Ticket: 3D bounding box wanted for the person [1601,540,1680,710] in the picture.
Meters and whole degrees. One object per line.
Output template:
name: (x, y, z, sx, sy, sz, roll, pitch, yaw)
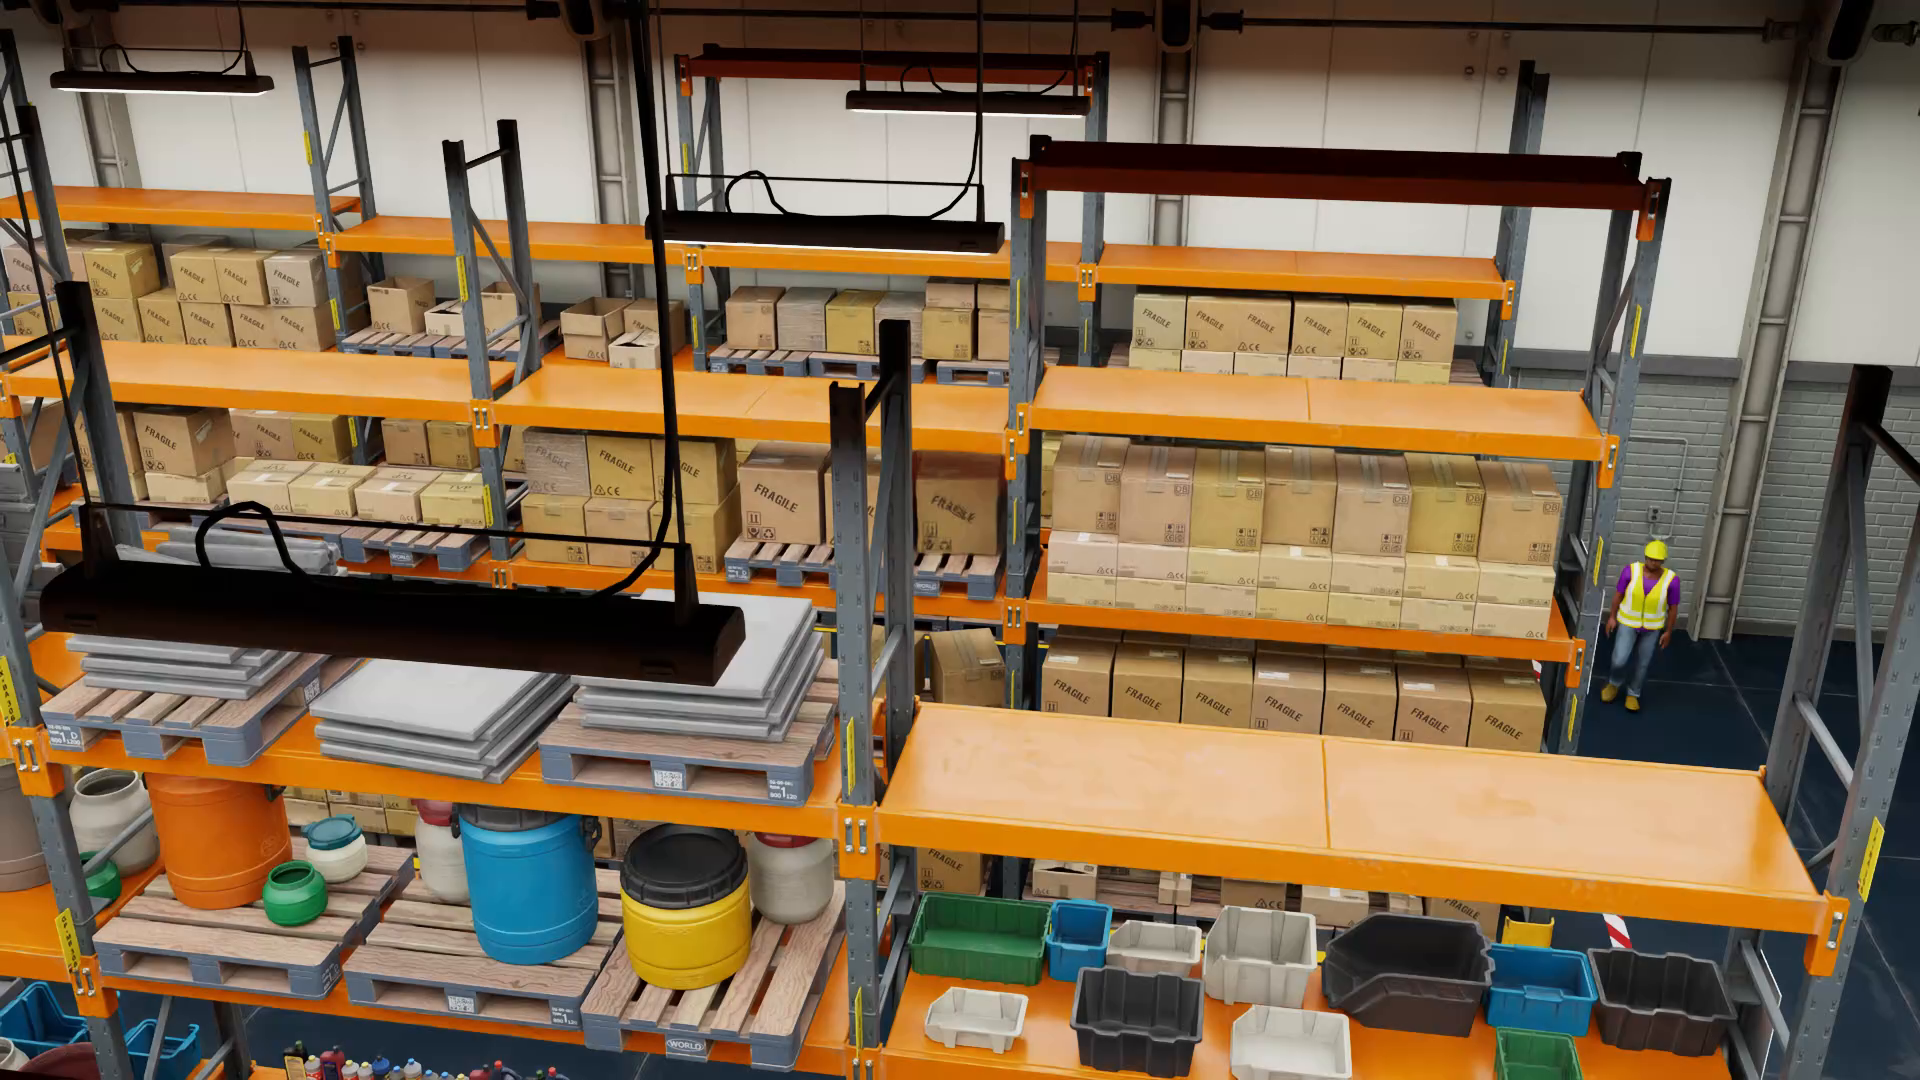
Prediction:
person: (6.598, 0.828, 16.109, 0.609, 1.766, 0.448, 5, 24, 11)
